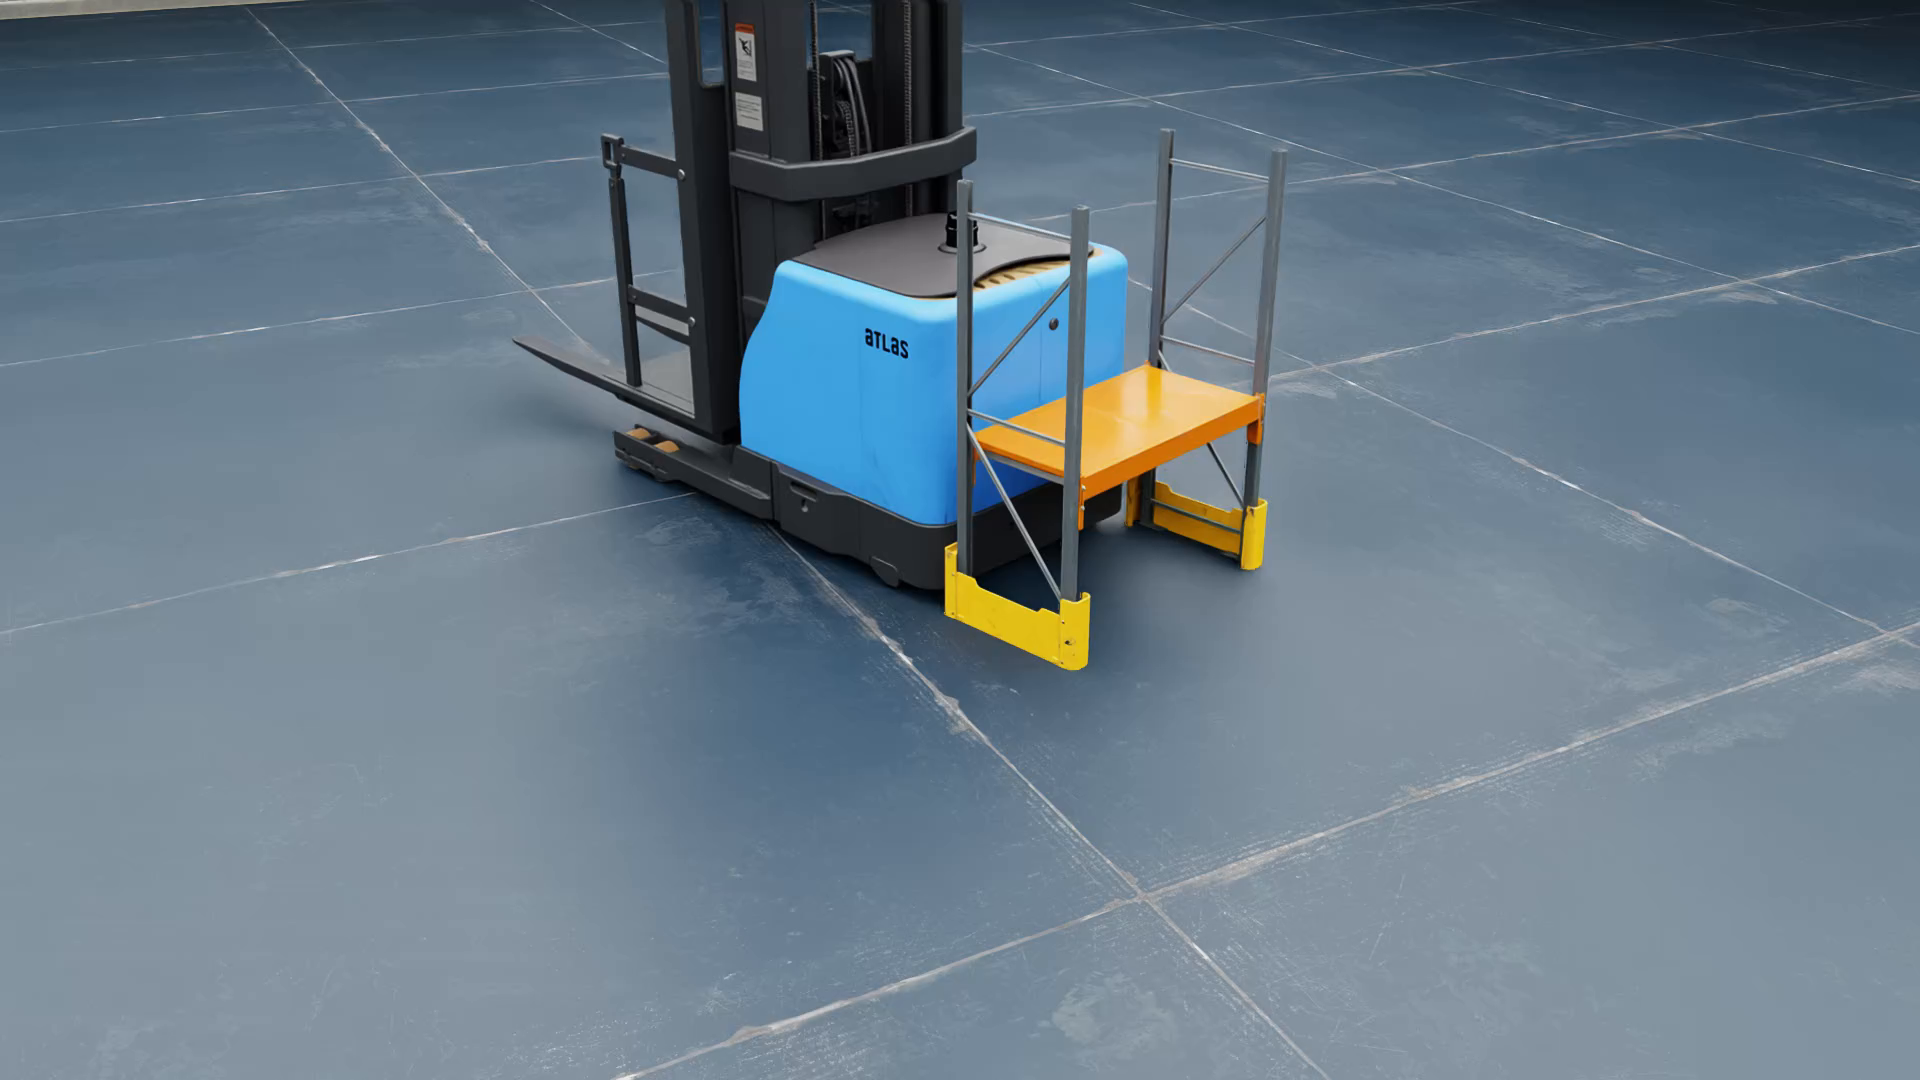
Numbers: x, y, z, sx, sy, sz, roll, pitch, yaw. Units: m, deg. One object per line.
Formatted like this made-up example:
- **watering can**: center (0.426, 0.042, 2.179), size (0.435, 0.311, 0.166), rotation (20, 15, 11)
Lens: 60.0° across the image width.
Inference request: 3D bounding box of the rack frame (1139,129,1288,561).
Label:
- **rack frame**: center (0.880, -0.667, 5.907), size (0.500, 1.500, 0.032), rotation (22, 33, 38)

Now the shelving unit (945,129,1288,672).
- **shelving unit**: center (0.524, -0.504, 5.568), size (0.587, 1.500, 1.083), rotation (22, 33, 38)

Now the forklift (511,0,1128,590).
- **forklift**: center (-0.777, -1.692, 6.388), size (1.130, 2.935, 3.031), rotation (-23, 34, -39)

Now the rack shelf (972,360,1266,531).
- **rack shelf**: center (0.531, -0.345, 5.652), size (0.538, 0.185, 1.000), rotation (22, 33, 38)

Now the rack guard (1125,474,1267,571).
- **rack guard**: center (0.867, -0.098, 6.164), size (0.587, 0.250, 0.087), rotation (22, 33, 38)

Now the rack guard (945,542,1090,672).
- **rack guard**: center (0.182, 0.215, 5.512), size (0.587, 0.250, 0.087), rotation (22, 33, 38)

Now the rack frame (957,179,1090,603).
- **rack frame**: center (0.181, -0.348, 5.241), size (0.500, 1.500, 0.032), rotation (22, 33, 38)
